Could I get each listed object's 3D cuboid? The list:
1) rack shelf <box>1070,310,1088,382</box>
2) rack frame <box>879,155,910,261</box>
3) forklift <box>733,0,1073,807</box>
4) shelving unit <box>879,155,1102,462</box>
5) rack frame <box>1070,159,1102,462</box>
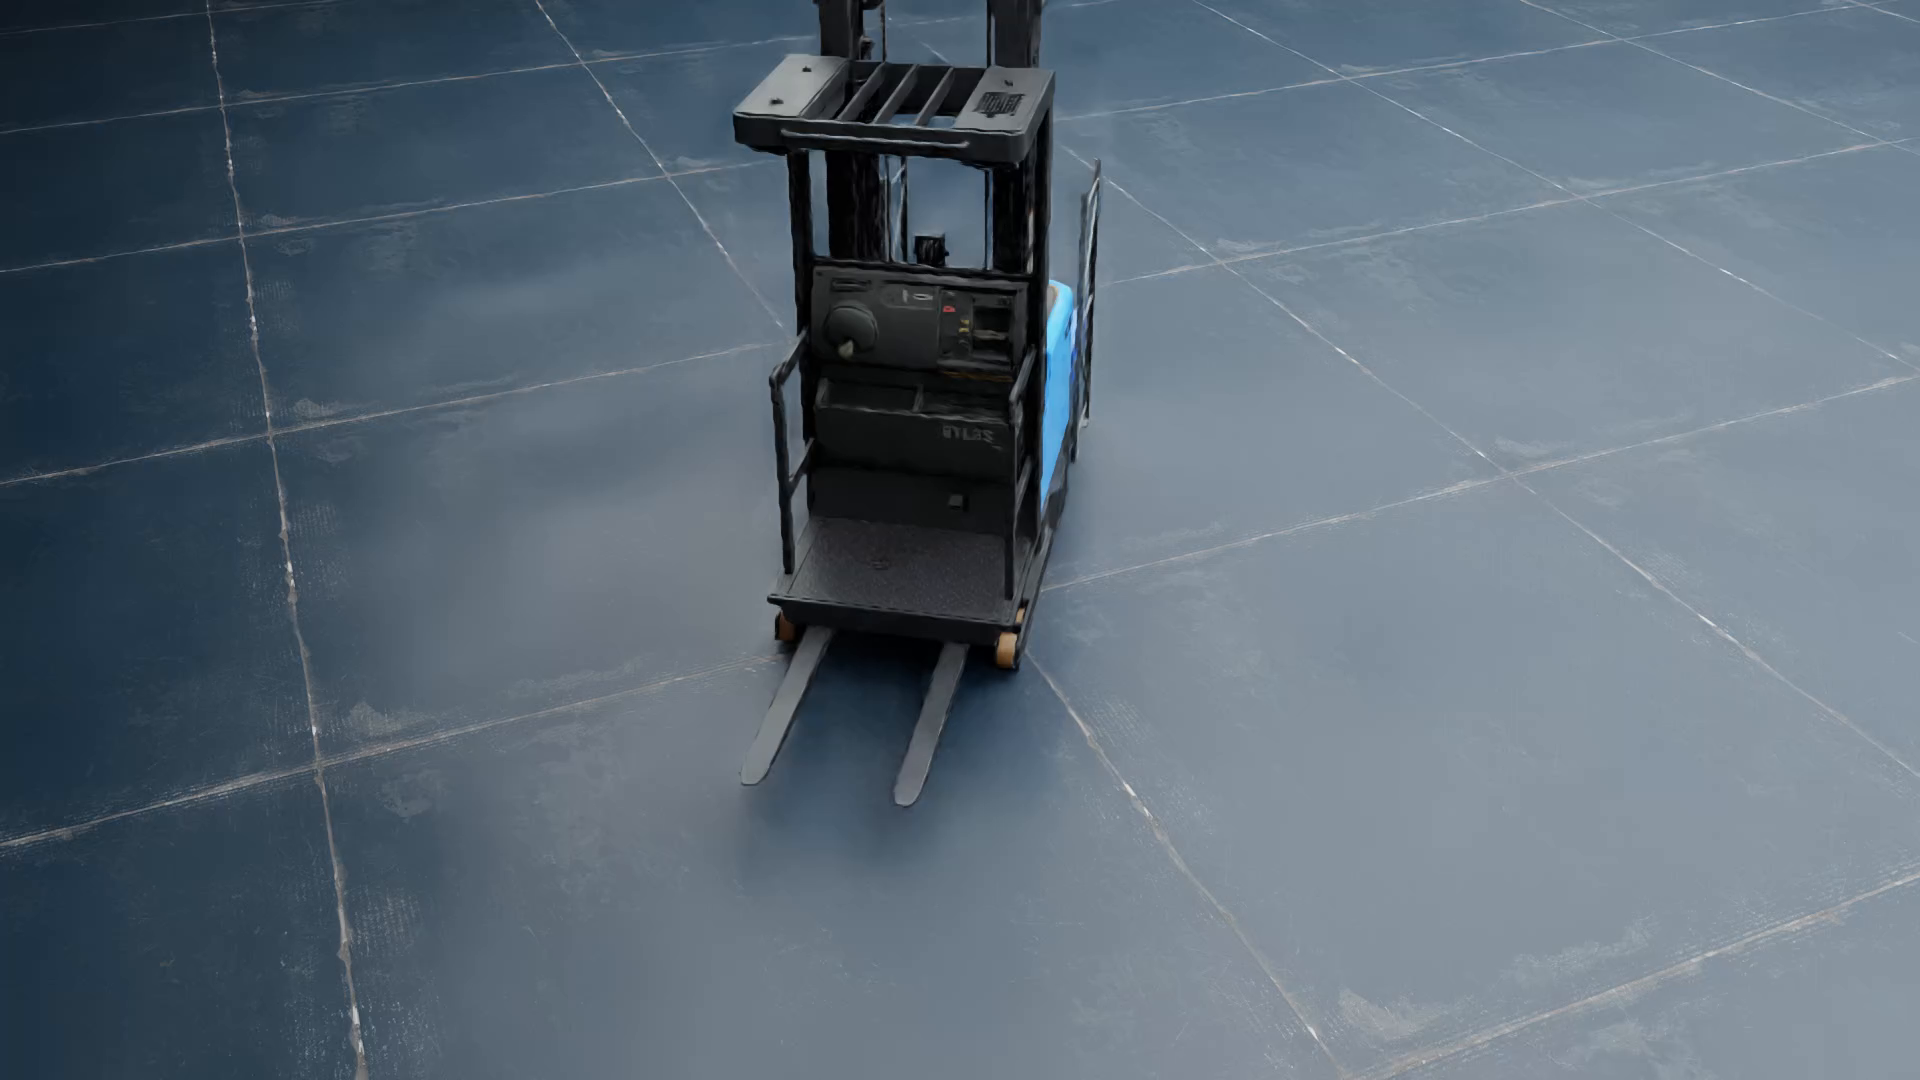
[{"bbox_3d":[0.159,-1.088,8.876,1.000,0.185,0.538,7,33,10],"label":"rack shelf"},{"bbox_3d":[-0.338,-1.296,8.866,0.032,1.500,0.500,7,33,10],"label":"rack frame"},{"bbox_3d":[-0.219,-0.878,6.912,1.130,2.935,3.031,6,34,9],"label":"forklift"},{"bbox_3d":[0.159,-1.239,8.778,1.048,1.500,0.538,7,33,10],"label":"shelving unit"},{"bbox_3d":[0.657,-1.182,8.691,0.032,1.500,0.500,7,33,10],"label":"rack frame"}]
